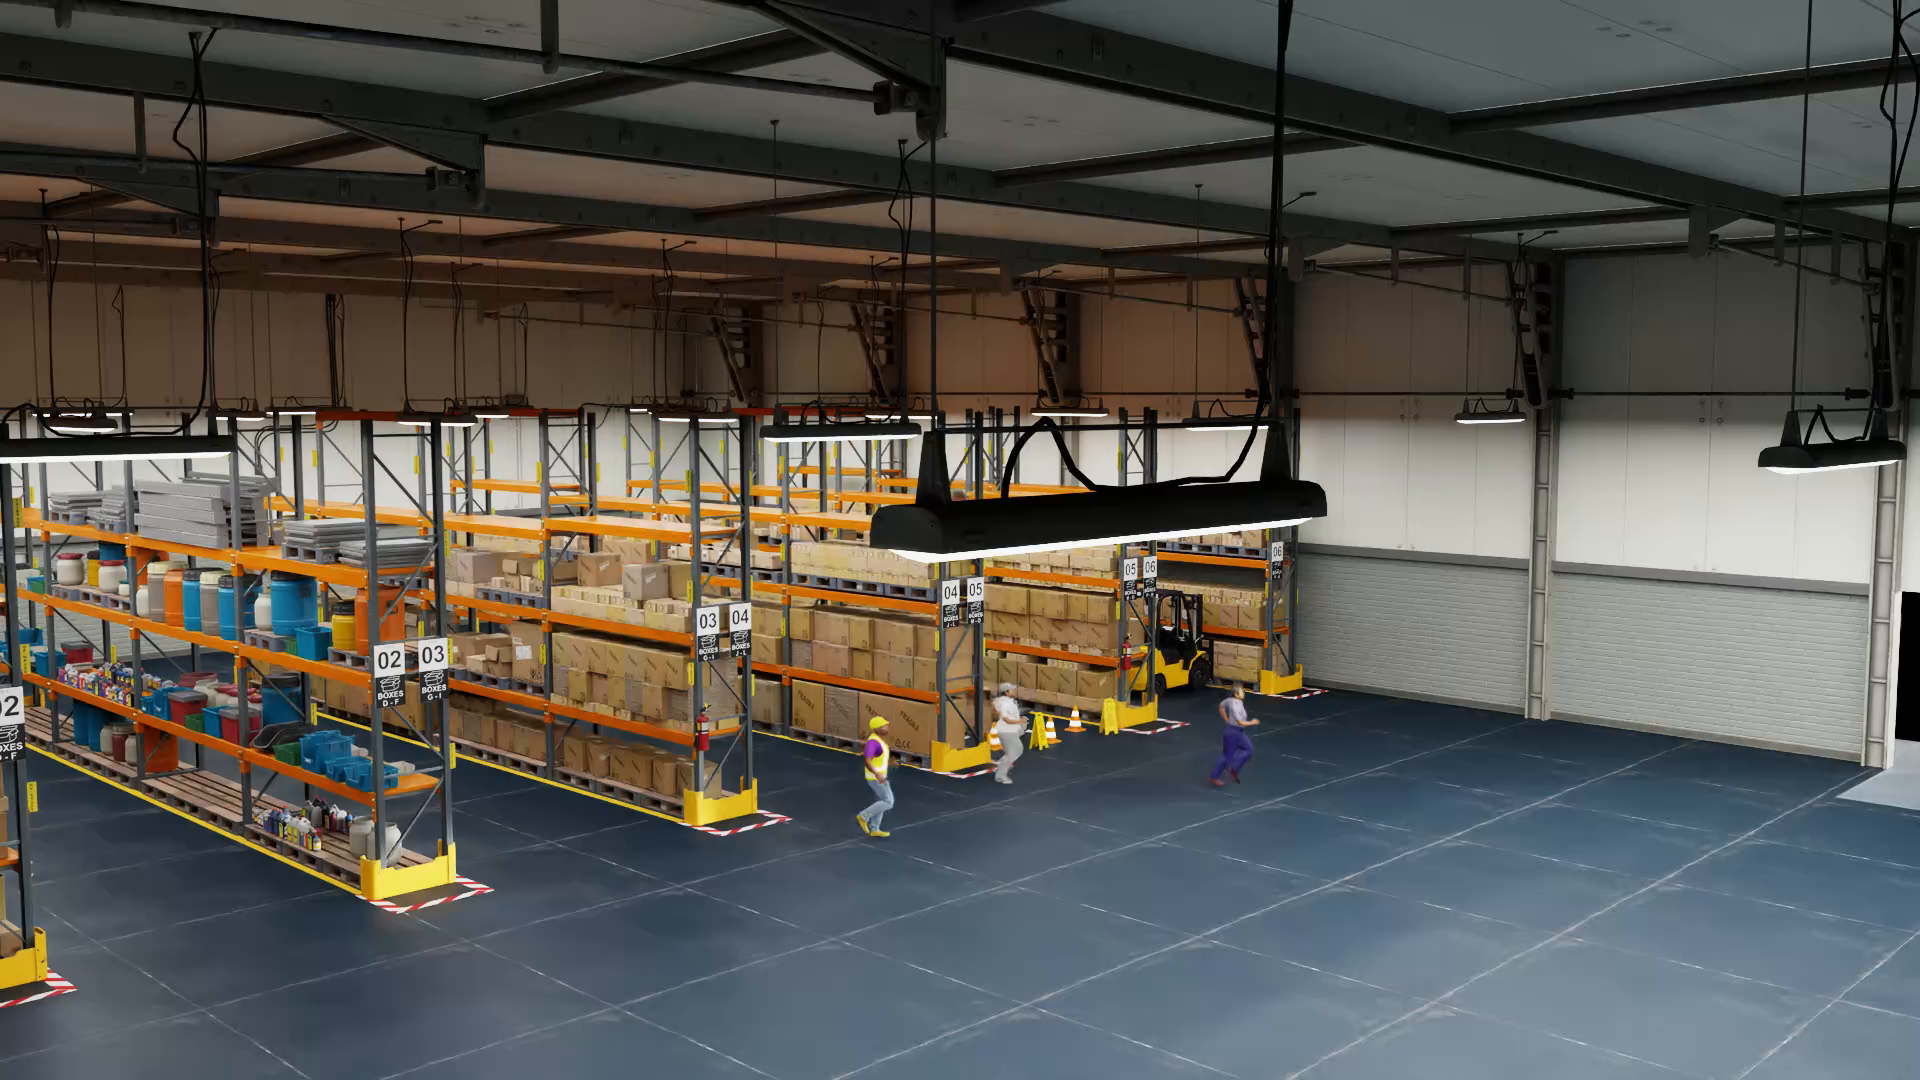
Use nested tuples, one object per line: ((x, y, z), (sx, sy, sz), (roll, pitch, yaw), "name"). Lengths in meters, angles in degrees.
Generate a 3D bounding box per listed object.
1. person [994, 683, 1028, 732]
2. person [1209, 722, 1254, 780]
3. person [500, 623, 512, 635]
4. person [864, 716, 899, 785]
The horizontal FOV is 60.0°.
((0.834, 2.719, 26.989), (0.526, 0.797, 0.607), (0, 5, -3), "person")
((4.373, 3.396, 26.790), (0.720, 0.908, 0.415), (1, 5, 7), "person")
((-11.199, 2.112, 41.449), (0.491, 0.943, 0.426), (-5, 7, -43), "person")
((-1.120, 2.974, 23.704), (0.505, 0.933, 0.687), (0, 5, -4), "person")
